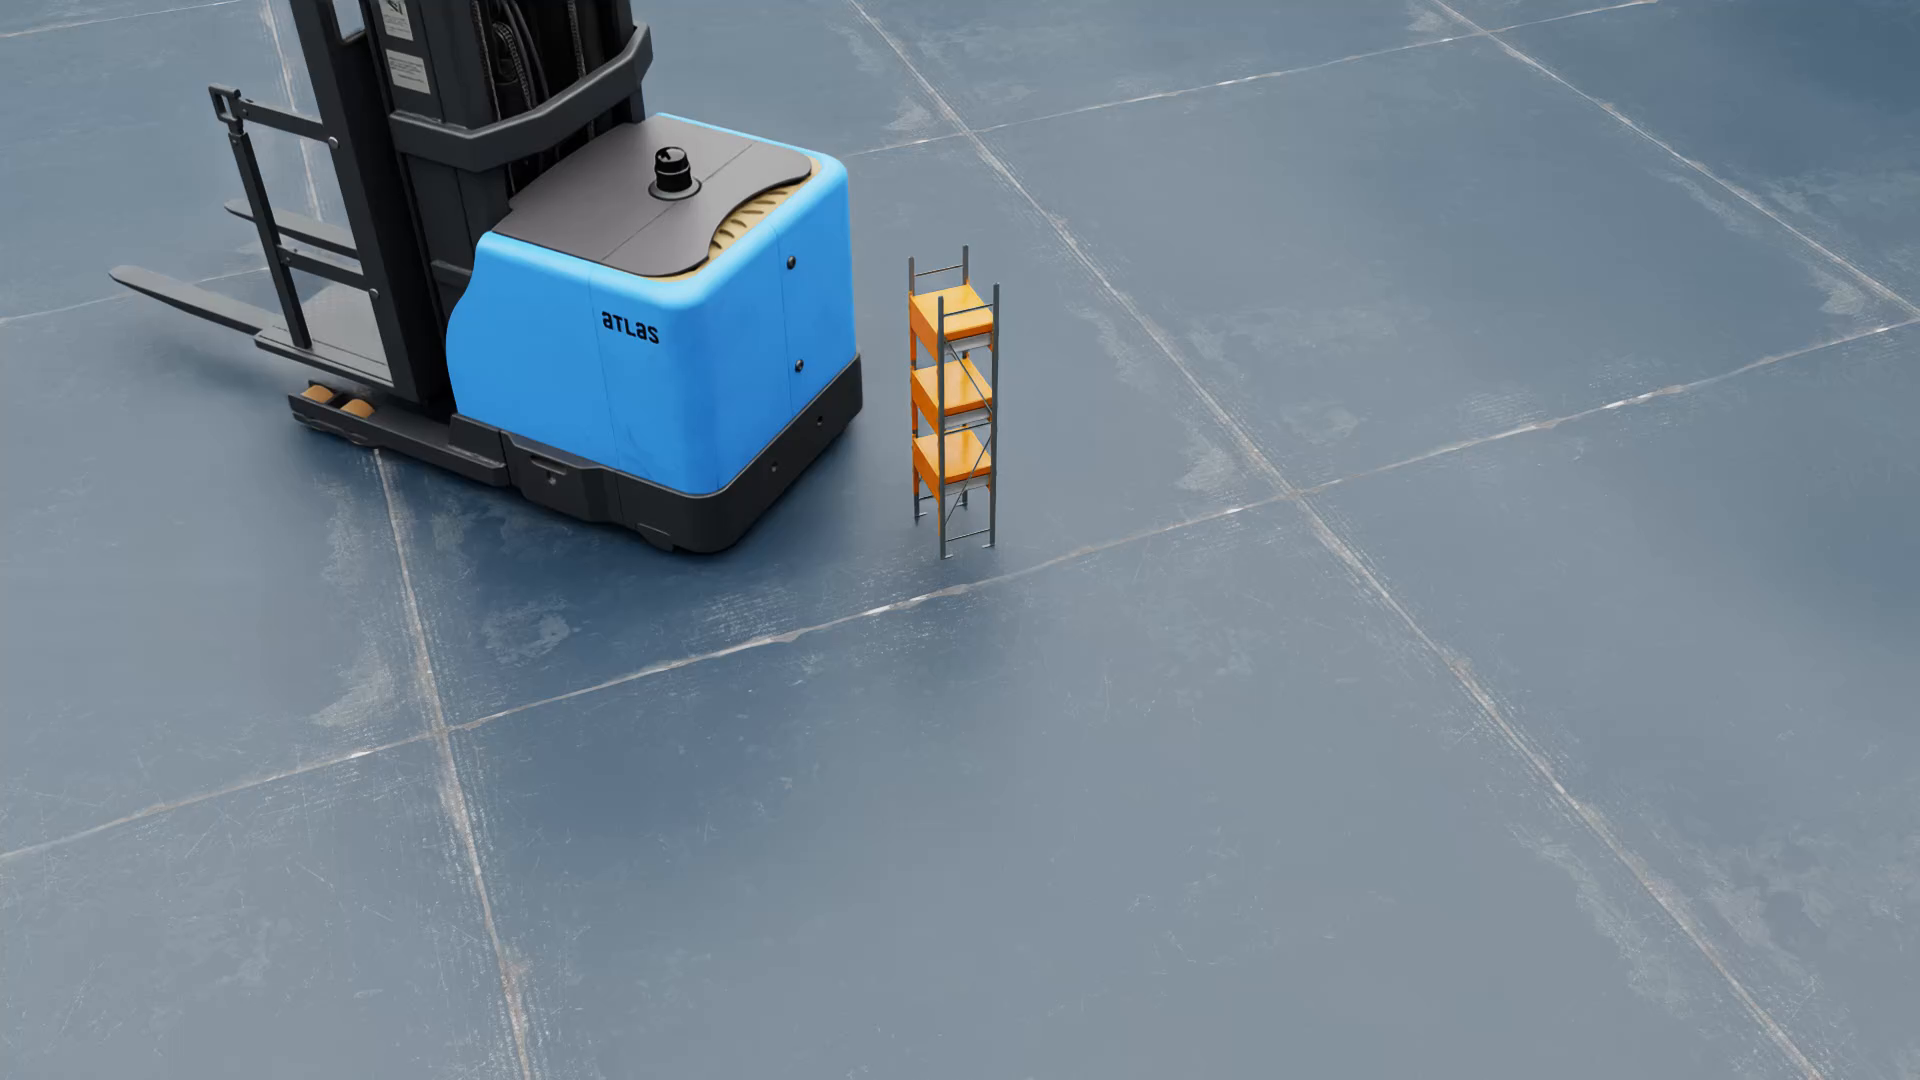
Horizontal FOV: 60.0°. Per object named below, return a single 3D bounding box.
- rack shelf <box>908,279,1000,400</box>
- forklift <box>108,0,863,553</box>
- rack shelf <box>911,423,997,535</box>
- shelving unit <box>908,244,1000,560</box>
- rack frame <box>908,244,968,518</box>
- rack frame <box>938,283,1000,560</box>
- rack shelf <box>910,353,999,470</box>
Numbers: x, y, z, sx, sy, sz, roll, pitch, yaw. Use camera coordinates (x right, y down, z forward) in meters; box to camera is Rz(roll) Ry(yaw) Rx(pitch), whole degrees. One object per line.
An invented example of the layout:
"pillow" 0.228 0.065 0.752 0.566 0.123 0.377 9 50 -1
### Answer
"rack shelf" -0.020 -0.637 5.267 0.215 0.259 0.240 -15 43 -17
"forklift" -1.912 -1.748 5.535 3.031 2.935 1.130 19 44 20
"rack shelf" -0.020 -0.212 5.633 0.215 0.259 0.240 -15 43 -17
"shelving unit" -0.020 -0.430 5.445 0.215 1.050 0.252 -15 43 -17
"rack frame" -0.067 -0.504 5.531 0.200 1.050 0.008 -15 43 -17
"rack frame" 0.026 -0.357 5.360 0.200 1.050 0.008 -15 43 -17
"rack shelf" -0.020 -0.422 5.452 0.215 0.259 0.240 -15 43 -17
